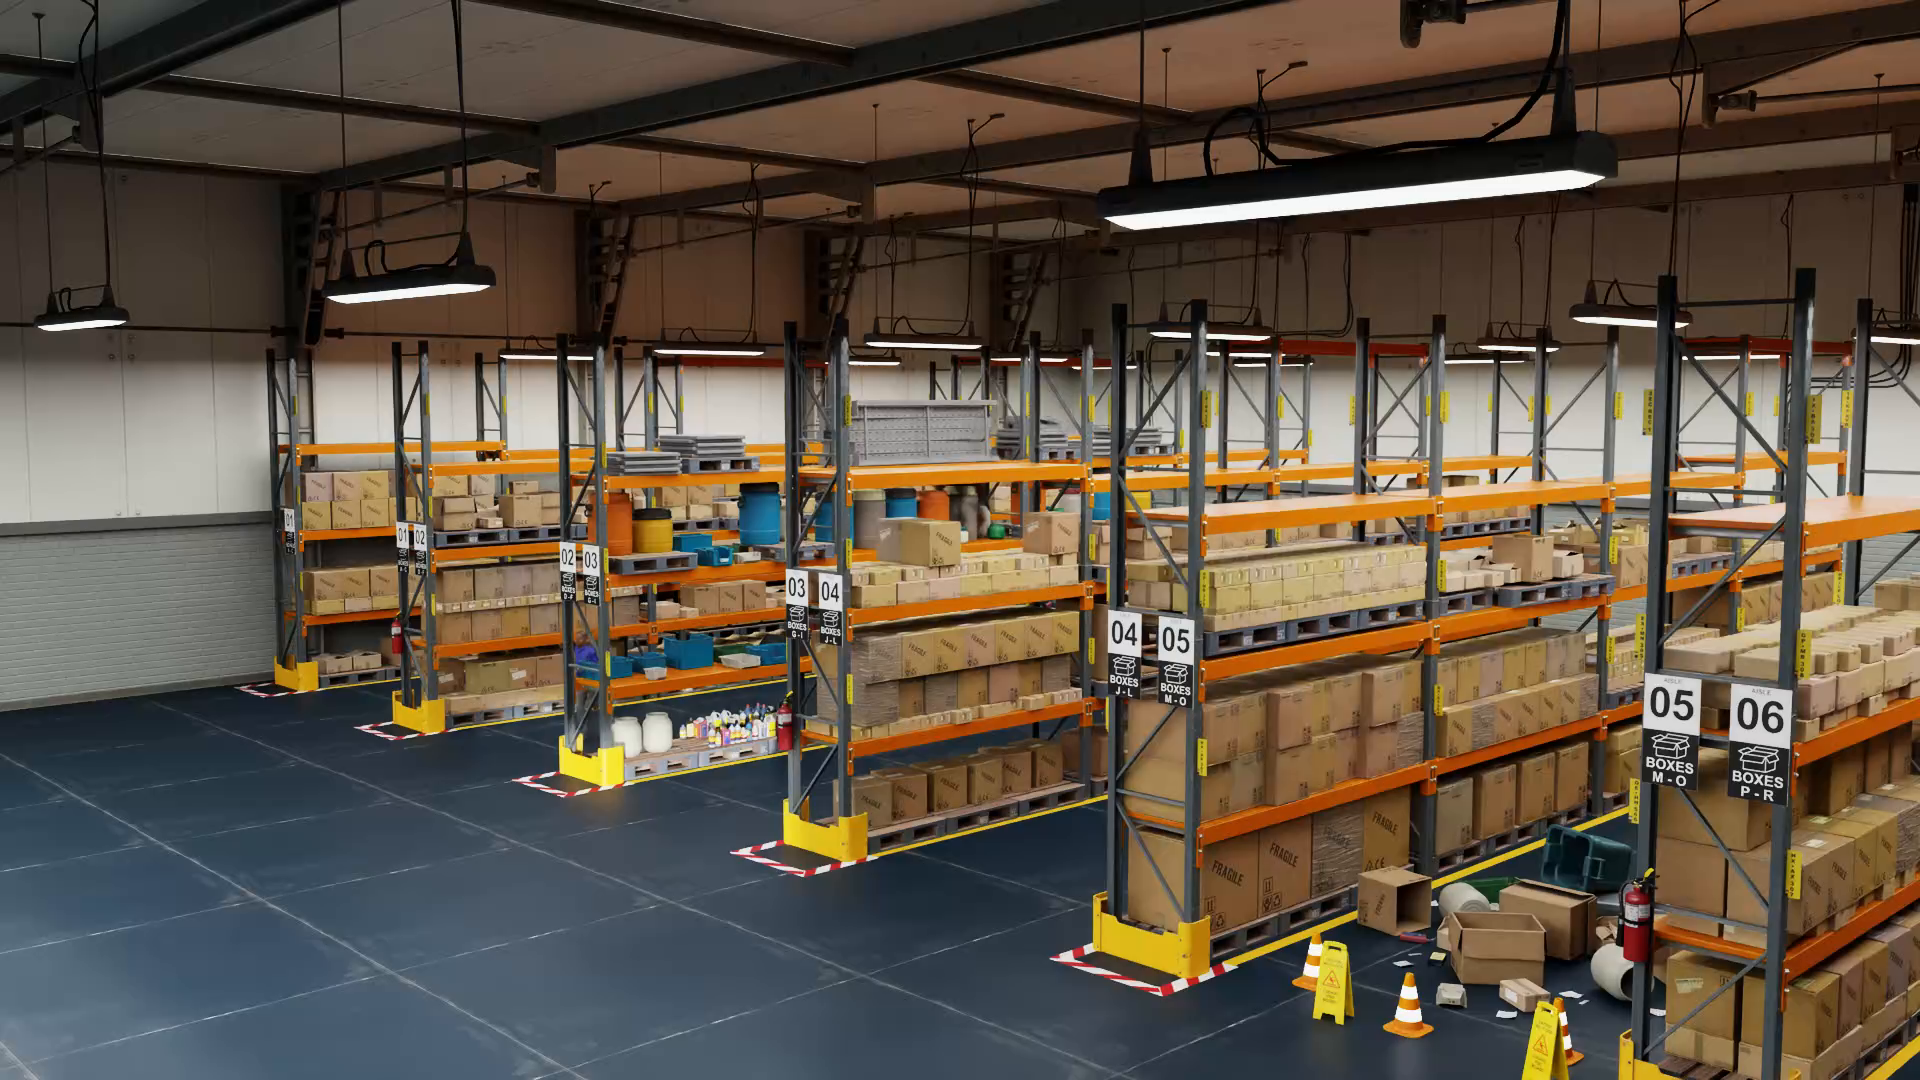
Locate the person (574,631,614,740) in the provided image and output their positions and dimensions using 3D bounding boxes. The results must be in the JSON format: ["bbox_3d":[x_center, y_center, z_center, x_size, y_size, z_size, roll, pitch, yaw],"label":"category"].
[{"bbox_3d":[-5.625,2.164,25.044,0.570,1.623,0.881,2,5,17],"label":"person"}]

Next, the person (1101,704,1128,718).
[{"bbox_3d":[2.470,2.016,26.365,0.736,1.716,0.651,-3,6,-32],"label":"person"}]
